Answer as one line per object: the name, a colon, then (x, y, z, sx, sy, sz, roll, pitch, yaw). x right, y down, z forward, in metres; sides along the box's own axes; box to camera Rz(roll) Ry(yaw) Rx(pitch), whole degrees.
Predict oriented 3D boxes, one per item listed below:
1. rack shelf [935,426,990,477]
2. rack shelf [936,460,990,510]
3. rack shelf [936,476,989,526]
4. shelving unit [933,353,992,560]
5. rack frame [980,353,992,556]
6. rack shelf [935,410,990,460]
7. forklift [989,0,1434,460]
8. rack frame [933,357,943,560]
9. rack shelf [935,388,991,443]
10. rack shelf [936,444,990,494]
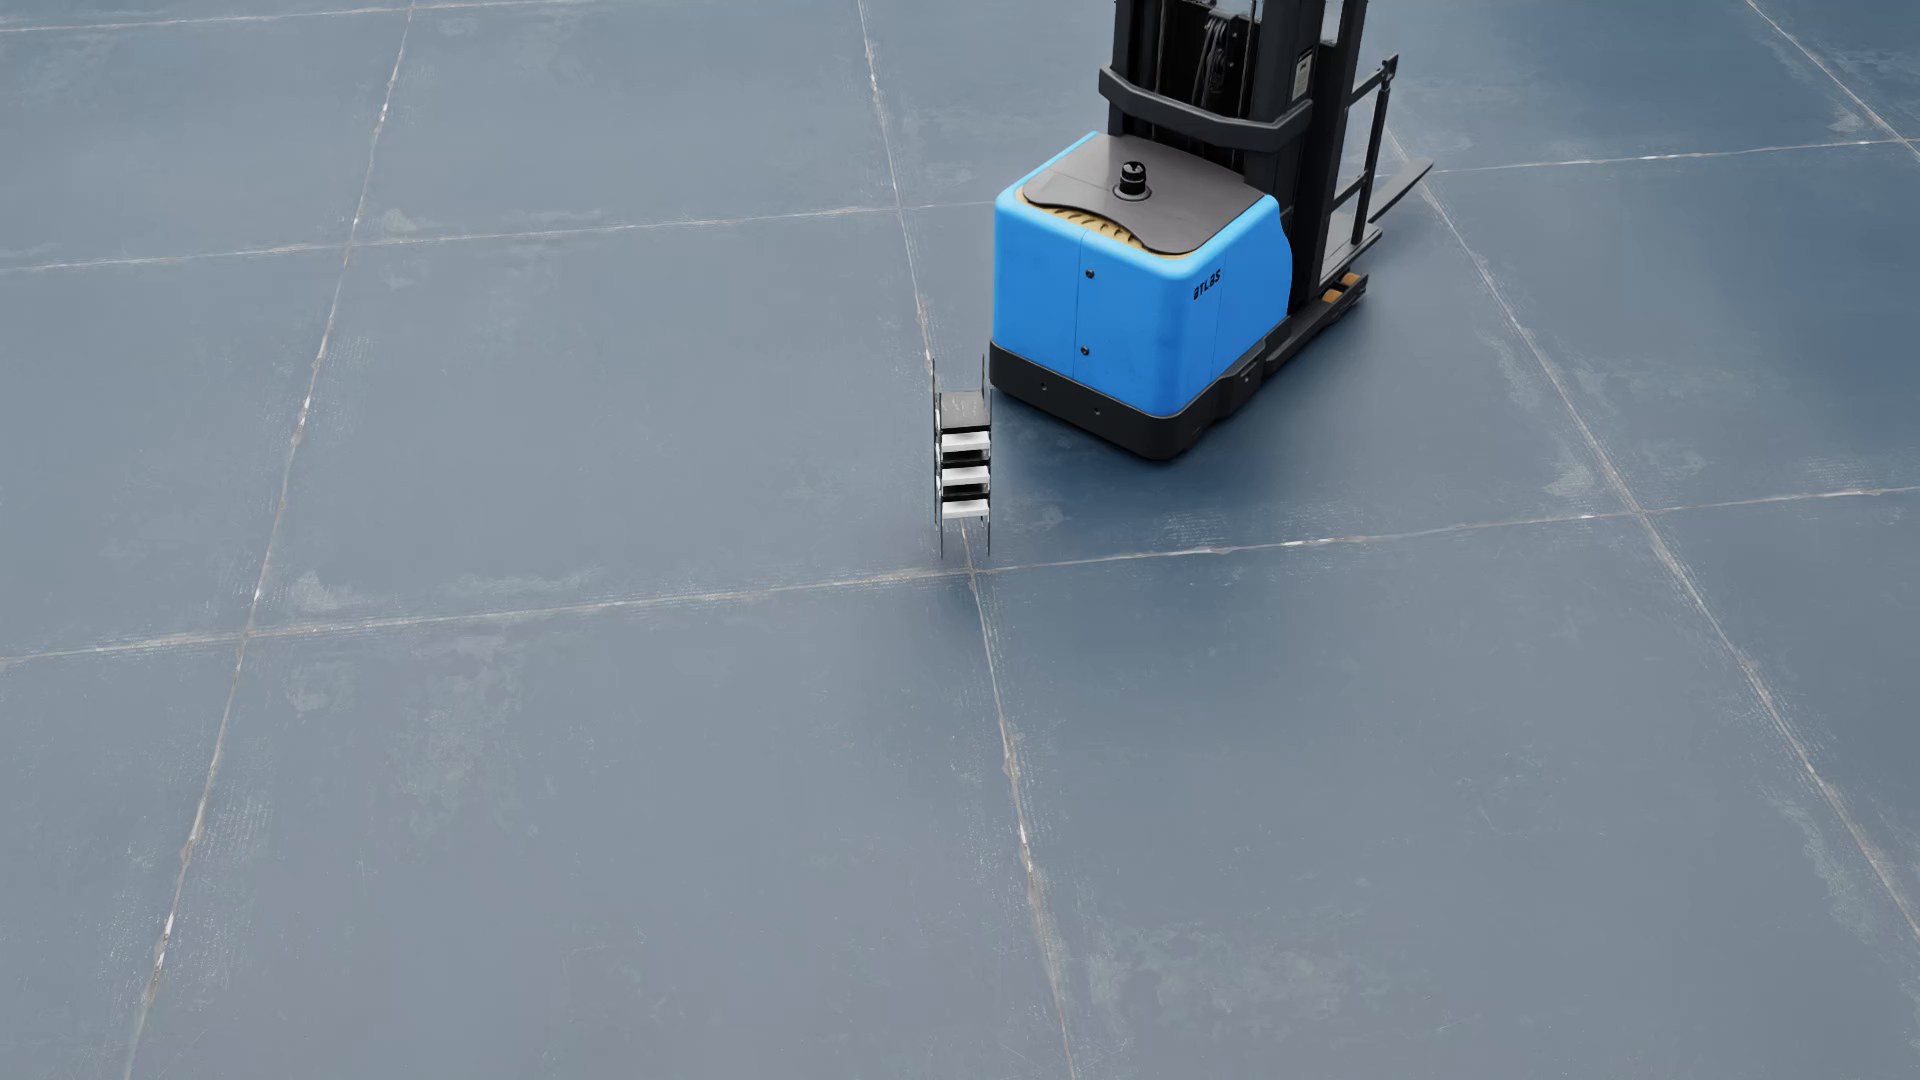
rack shelf: (0.008, -0.377, 6.911, 0.200, 0.077, 0.258, -5, 42, -6)
rack shelf: (0.008, -0.243, 7.032, 0.200, 0.077, 0.258, -5, 42, -6)
rack shelf: (0.008, -0.176, 7.092, 0.200, 0.077, 0.258, -5, 42, -6)
shelving unit: (0.008, -0.335, 6.949, 0.210, 0.900, 0.258, -5, 42, -6)
rack frame: (0.109, -0.344, 6.959, 0.006, 0.900, 0.240, -5, 42, -6)
rack shelf: (0.008, -0.444, 6.851, 0.200, 0.077, 0.258, -5, 42, -6)
forklift: (1.444, -2.384, 7.705, 1.130, 2.935, 3.031, 28, 49, 27)
rack frame: (-0.093, -0.326, 6.940, 0.006, 0.900, 0.240, -5, 42, -6)
rack shelf: (0.008, -0.511, 6.791, 0.200, 0.077, 0.258, -5, 42, -6)
rack shelf: (0.008, -0.310, 6.972, 0.200, 0.077, 0.258, -5, 42, -6)
